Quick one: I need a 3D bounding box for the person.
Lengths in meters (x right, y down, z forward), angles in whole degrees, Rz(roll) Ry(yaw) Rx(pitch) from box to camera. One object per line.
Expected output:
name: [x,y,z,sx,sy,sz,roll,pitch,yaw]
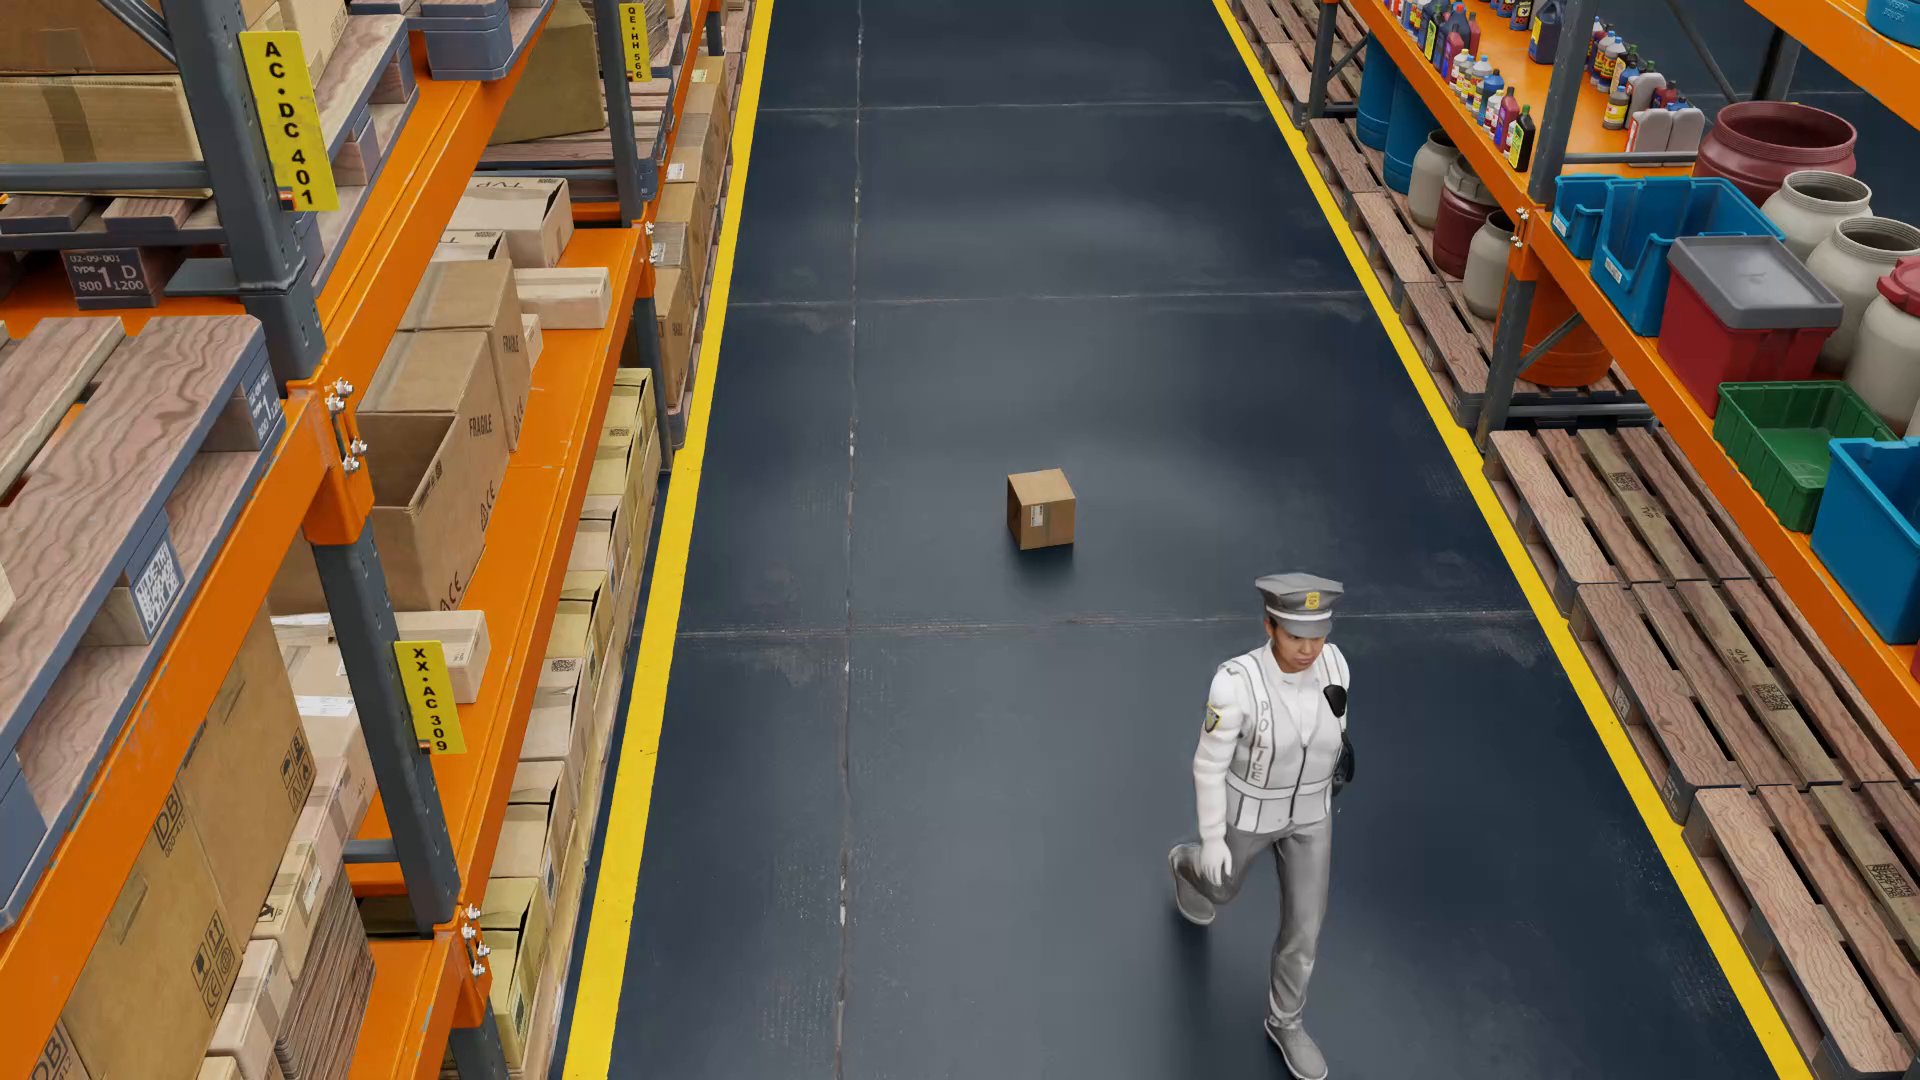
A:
person: [0.917,0.780,5.010,0.499,1.647,0.916,-8,36,-11]
